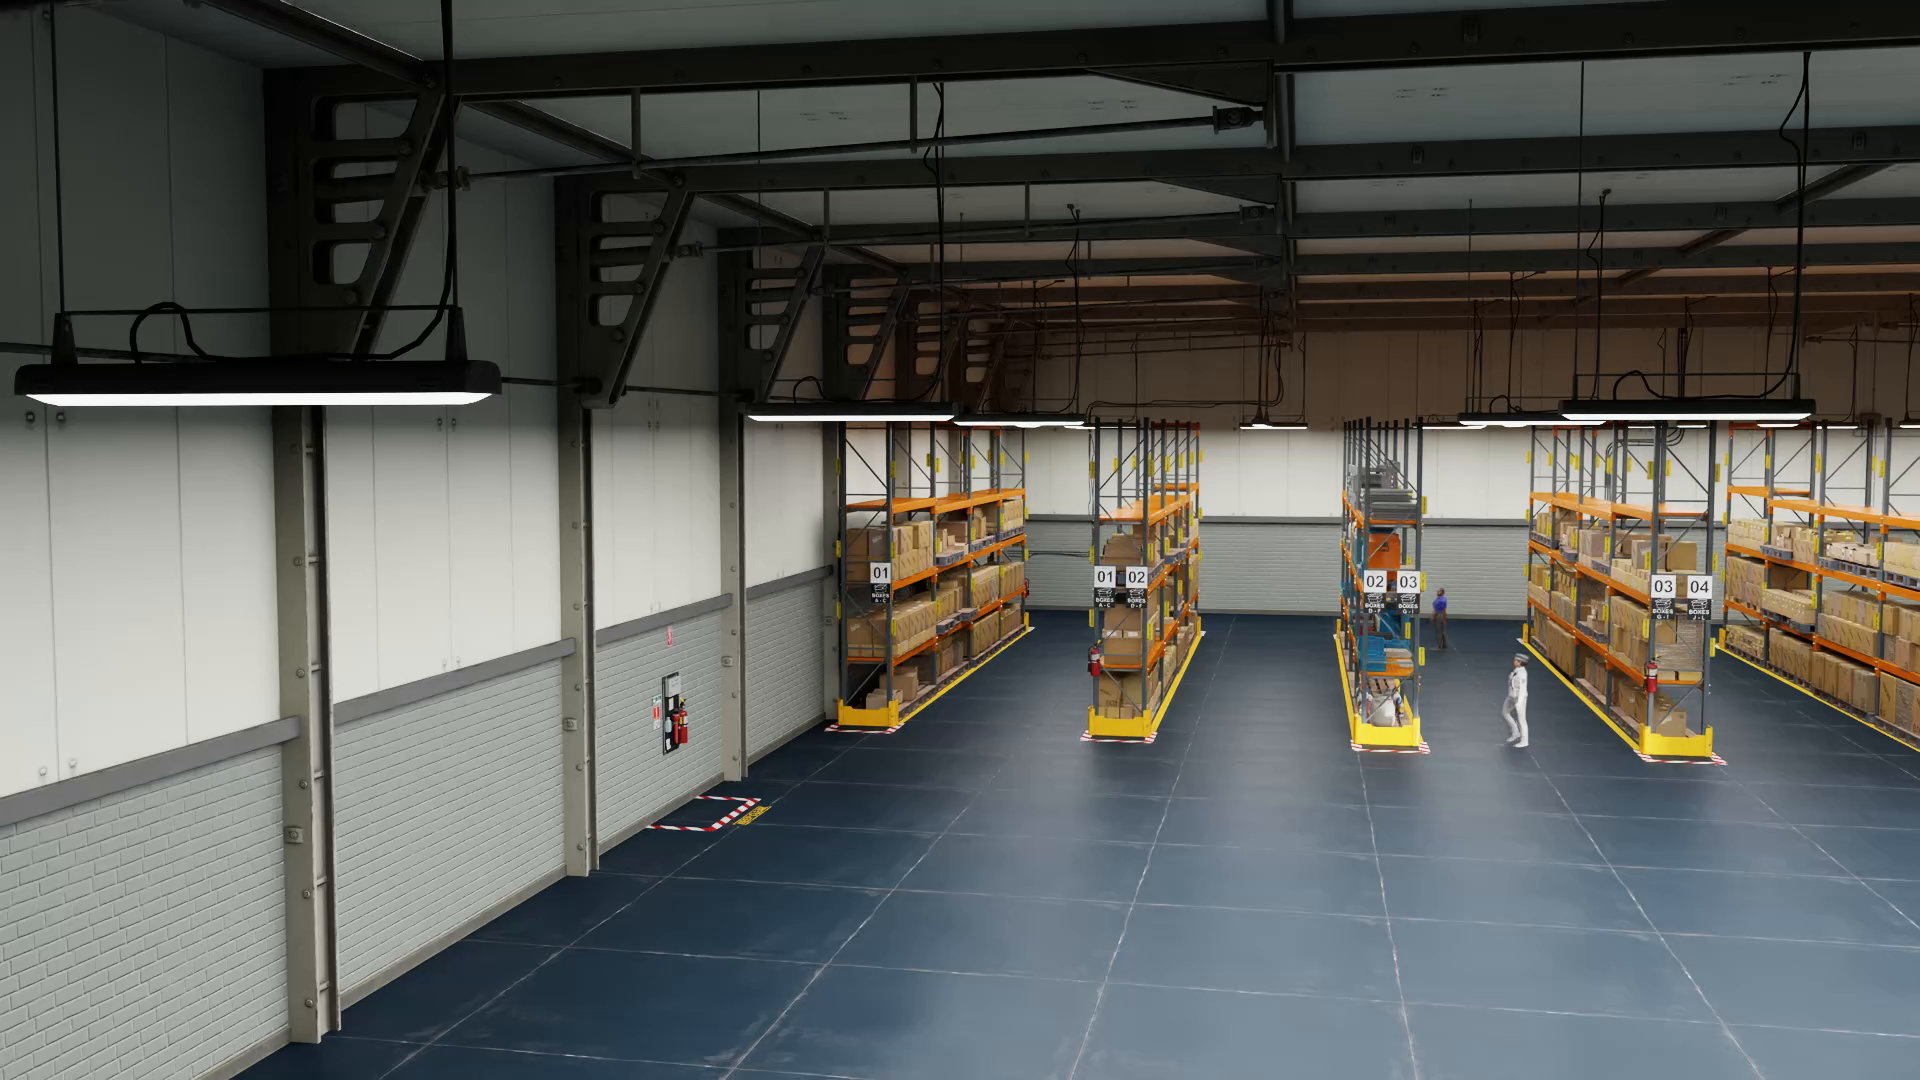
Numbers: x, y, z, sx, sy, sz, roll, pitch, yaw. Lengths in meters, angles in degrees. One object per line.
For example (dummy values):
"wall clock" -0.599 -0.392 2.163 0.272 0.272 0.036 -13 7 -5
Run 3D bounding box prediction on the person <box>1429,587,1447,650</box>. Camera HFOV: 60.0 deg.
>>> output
"person" 12.575 2.061 43.722 0.486 1.651 0.440 0 4 7

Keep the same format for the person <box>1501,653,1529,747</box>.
"person" 10.162 2.899 30.347 0.372 1.686 0.582 -1 4 -11
